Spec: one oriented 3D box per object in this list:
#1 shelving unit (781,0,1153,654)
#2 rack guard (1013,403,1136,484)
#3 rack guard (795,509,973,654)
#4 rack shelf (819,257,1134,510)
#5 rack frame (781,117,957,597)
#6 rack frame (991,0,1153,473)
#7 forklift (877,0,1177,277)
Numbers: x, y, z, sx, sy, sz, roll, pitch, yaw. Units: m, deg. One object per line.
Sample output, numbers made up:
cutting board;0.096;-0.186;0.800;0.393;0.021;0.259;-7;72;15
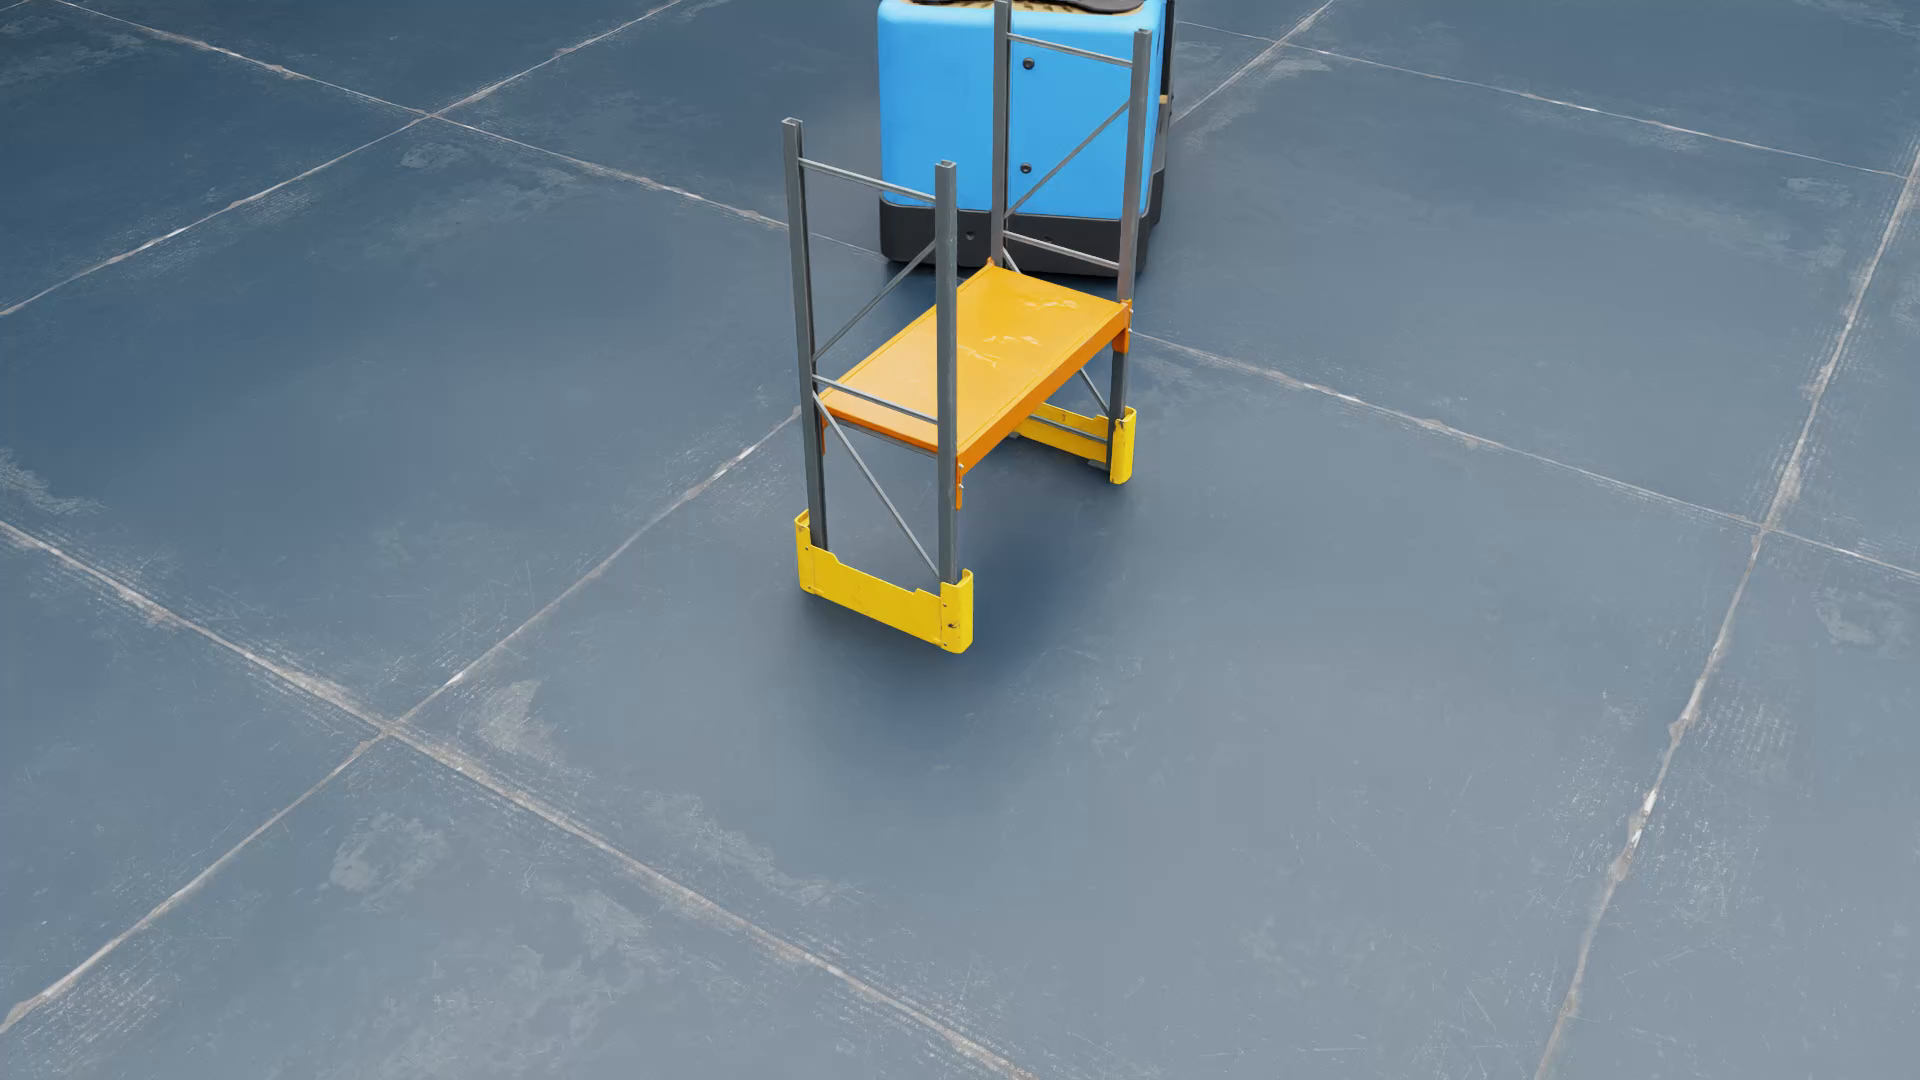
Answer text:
shelving unit;0.041;-0.633;4.843;0.587;1.500;1.083;21;42;25
rack guard;0.308;-0.395;5.558;0.587;0.250;0.087;21;42;25
rack guard;-0.226;0.118;4.892;0.587;0.250;0.087;21;42;25
rack shelf;0.046;-0.496;4.959;0.538;0.185;1.000;21;42;25
rack frame;-0.227;-0.376;4.509;0.500;1.500;0.032;21;42;25
rack frame;0.318;-0.900;5.189;0.500;1.500;0.032;21;42;25
forklift;0.412;-3.076;6.839;1.130;2.935;3.031;5;38;7
